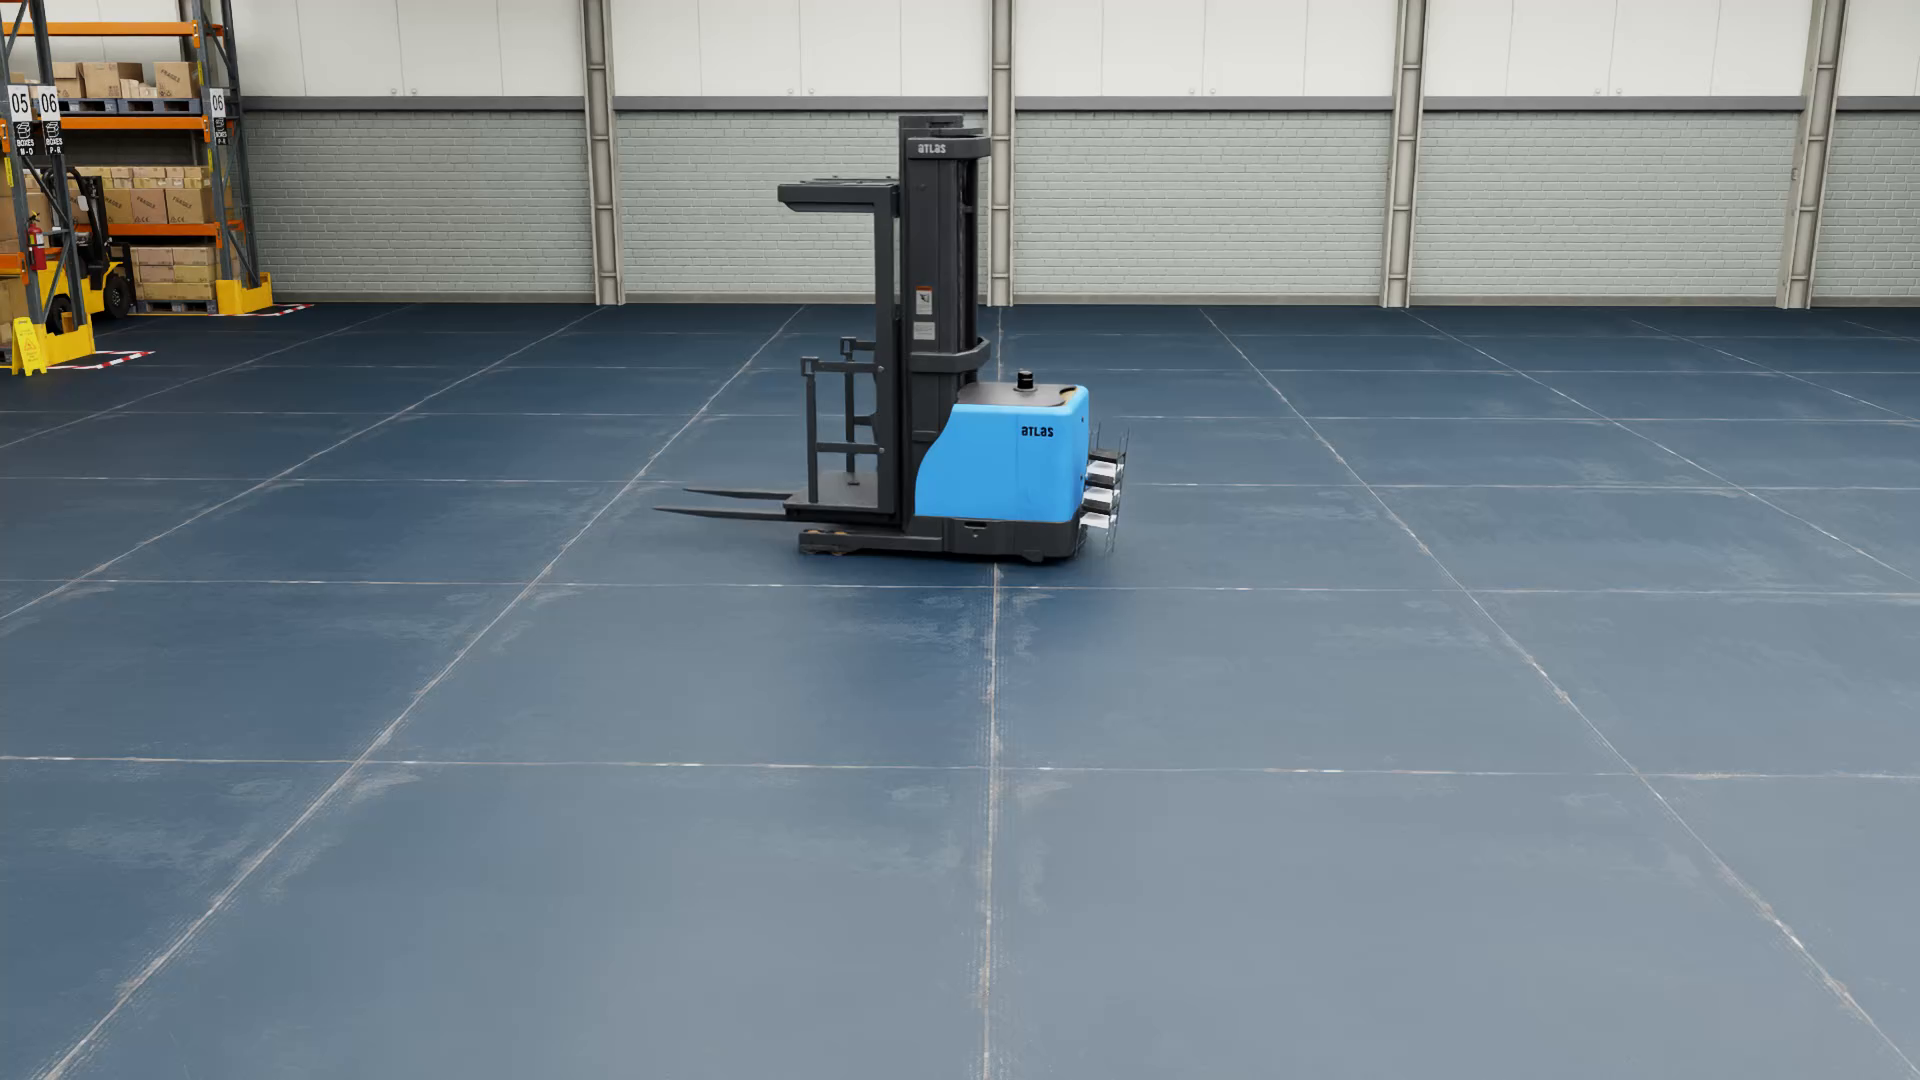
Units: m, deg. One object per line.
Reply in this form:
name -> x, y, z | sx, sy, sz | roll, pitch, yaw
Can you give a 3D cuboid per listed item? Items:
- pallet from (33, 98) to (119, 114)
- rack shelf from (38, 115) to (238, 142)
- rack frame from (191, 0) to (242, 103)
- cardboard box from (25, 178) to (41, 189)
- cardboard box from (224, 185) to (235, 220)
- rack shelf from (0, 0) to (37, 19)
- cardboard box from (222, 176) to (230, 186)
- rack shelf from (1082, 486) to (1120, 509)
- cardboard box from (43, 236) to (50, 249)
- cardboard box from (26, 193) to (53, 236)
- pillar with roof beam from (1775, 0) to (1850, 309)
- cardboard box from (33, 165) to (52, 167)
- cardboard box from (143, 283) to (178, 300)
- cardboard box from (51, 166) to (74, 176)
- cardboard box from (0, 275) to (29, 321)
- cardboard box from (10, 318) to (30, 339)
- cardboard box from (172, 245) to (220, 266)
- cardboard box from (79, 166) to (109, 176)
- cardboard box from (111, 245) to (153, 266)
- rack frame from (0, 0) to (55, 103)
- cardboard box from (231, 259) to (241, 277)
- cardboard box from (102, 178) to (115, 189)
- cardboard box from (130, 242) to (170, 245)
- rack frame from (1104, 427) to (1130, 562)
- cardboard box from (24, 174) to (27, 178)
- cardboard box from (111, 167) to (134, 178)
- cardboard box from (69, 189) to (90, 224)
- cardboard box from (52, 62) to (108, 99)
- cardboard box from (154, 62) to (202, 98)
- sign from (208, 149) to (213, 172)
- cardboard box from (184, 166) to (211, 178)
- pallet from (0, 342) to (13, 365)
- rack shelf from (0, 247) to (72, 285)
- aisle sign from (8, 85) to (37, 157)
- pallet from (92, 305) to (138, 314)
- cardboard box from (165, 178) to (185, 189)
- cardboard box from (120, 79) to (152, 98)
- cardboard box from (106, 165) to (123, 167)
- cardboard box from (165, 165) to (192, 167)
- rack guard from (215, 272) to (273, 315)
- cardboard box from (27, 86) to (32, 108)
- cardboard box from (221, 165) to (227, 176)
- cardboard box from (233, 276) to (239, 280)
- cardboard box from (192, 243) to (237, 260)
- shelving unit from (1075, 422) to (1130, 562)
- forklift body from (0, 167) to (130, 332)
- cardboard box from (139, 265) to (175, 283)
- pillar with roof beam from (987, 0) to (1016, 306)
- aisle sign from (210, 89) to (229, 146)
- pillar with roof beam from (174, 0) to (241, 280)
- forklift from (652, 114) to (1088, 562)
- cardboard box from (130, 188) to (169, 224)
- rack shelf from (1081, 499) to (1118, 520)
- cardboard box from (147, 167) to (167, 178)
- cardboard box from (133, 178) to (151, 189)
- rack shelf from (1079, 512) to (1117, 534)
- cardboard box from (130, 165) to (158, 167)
pallet -> -12.636, -6.323, 24.218 | 1.213, 0.211, 1.003 | 0, 15, 1
rack shelf -> -12.707, -6.012, 24.278 | 4.000, 0.370, 1.077 | 0, 15, 1
rack frame -> -10.707, -7.797, 23.755 | 0.127, 3.000, 1.000 | 0, 15, 1
cardboard box -> -13.367, -5.197, 24.191 | 0.250, 0.149, 0.380 | 0, 15, 1
cardboard box -> -11.196, -5.019, 24.788 | 0.500, 0.500, 0.500 | 1, 15, 3
rack shelf -> -12.830, -6.195, 19.098 | 4.000, 0.370, 1.077 | 0, 15, 1
cardboard box -> -11.040, -5.327, 24.684 | 0.250, 0.149, 0.380 | 0, 15, 0
rack shelf -> 0.963, -0.295, 11.289 | 0.200, 0.077, 0.258 | 11, 17, 17
cardboard box -> -11.165, -3.564, 19.963 | 0.250, 0.149, 0.380 | 0, 15, 2
cardboard box -> -11.297, -3.897, 19.951 | 0.500, 0.500, 0.500 | 0, 15, 1
pillar with roof beam -> 12.502, -6.778, 19.889 | 0.400, 9.000, 9.100 | 0, 15, 1
cardboard box -> -13.613, -5.507, 24.784 | 0.250, 0.149, 0.380 | 0, 15, 0
cardboard box -> -11.682, -3.698, 24.545 | 0.500, 0.250, 0.500 | 0, 15, 1
cardboard box -> -13.105, -5.363, 24.235 | 0.250, 0.149, 0.380 | 0, 15, 1
cardboard box -> -11.654, -2.943, 20.211 | 0.500, 0.500, 0.500 | 0, 15, 0
cardboard box -> -11.630, -2.580, 20.306 | 0.500, 0.250, 0.500 | 0, 15, 1
cardboard box -> -11.176, -4.177, 24.400 | 0.500, 0.250, 0.500 | 1, 15, 3
cardboard box -> -12.604, -5.360, 24.224 | 0.250, 0.149, 0.380 | 1, 15, 2
cardboard box -> -12.191, -4.180, 24.409 | 0.500, 0.250, 0.500 | 1, 15, 2
rack frame -> -10.830, -6.532, 18.957 | 0.127, 3.000, 1.000 | 0, 15, 1
cardboard box -> -11.172, -4.068, 24.966 | 0.500, 0.250, 0.500 | 1, 15, 2
cardboard box -> -12.344, -5.192, 24.170 | 0.250, 0.149, 0.380 | 0, 15, 2
cardboard box -> -12.182, -4.313, 24.916 | 0.500, 0.250, 0.500 | 0, 15, 1
rack frame -> 1.062, -0.308, 11.250 | 0.006, 0.900, 0.240 | 11, 17, 17
cardboard box -> -13.621, -5.345, 24.168 | 0.250, 0.149, 0.380 | 1, 15, 3
cardboard box -> -12.091, -5.334, 24.125 | 0.250, 0.149, 0.380 | 1, 15, 3
cardboard box -> -12.740, -4.891, 24.301 | 0.500, 0.500, 0.500 | 0, 15, 2
cardboard box -> -12.761, -6.635, 24.007 | 0.637, 0.503, 0.797 | 1, 15, 3
cardboard box -> -11.156, -6.588, 23.834 | 0.500, 0.500, 0.500 | 1, 15, 3
sign -> -10.735, -5.433, 23.818 | 0.005, 0.325, 0.100 | 0, 15, 1
cardboard box -> -11.071, -5.351, 24.192 | 0.250, 0.149, 0.380 | 0, 15, 2
pallet -> -11.718, -2.297, 20.134 | 1.213, 0.211, 1.003 | 0, 15, 1
rack shelf -> -12.830, -3.296, 19.863 | 4.000, 0.370, 1.077 | 0, 15, 1
aisle sign -> -10.776, -4.813, 19.108 | 0.004, 0.787, 0.394 | 0, 15, 1
pallet -> -12.689, -3.551, 24.887 | 1.213, 0.211, 1.003 | 0, 15, 1
cardboard box -> -11.317, -5.184, 24.140 | 0.250, 0.149, 0.380 | 1, 15, 2
cardboard box -> -11.797, -6.463, 23.821 | 0.258, 0.266, 0.396 | 0, 15, 2
cardboard box -> -12.583, -5.477, 24.667 | 0.250, 0.149, 0.380 | 0, 15, 2
cardboard box -> -11.563, -5.468, 24.633 | 0.250, 0.149, 0.380 | 1, 15, 2
rack guard -> -10.683, -3.688, 24.838 | 0.348, 0.500, 1.175 | 0, 15, 1
cardboard box -> -11.326, -5.224, 19.590 | 0.500, 0.250, 0.500 | 0, 15, 0
cardboard box -> -11.038, -5.459, 24.601 | 0.250, 0.149, 0.380 | 0, 15, 0
cardboard box -> -11.193, -3.823, 25.018 | 0.500, 0.250, 0.500 | 0, 15, 2
cardboard box -> -11.183, -4.305, 24.884 | 0.500, 0.250, 0.500 | 0, 15, 1
shelving unit -> 0.966, -0.327, 11.279 | 0.210, 0.900, 0.258 | 11, 17, 17
forklift body -> -12.650, -4.033, 22.912 | 1.214, 2.155, 2.313 | 0, 15, 1
cardboard box -> -11.703, -3.941, 24.486 | 0.500, 0.250, 0.500 | 0, 15, 1
pillar with roof beam -> 0.506, -6.856, 20.185 | 0.400, 9.000, 9.100 | 0, 15, 1
aisle sign -> -10.649, -6.078, 23.903 | 0.004, 0.787, 0.394 | 0, 15, 1
pillar with roof beam -> -11.490, -6.934, 20.482 | 0.400, 9.000, 9.100 | 0, 15, 1
forklift -> -0.647, -1.436, 11.536 | 3.031, 2.935, 1.130 | 3, 15, 11
cardboard box -> -11.725, -4.887, 24.287 | 0.500, 0.500, 0.500 | 1, 15, 3
rack shelf -> 0.954, -0.209, 11.315 | 0.200, 0.077, 0.258 | 11, 17, 17
cardboard box -> -11.581, -5.340, 24.148 | 0.250, 0.149, 0.380 | 1, 15, 3
cardboard box -> -11.823, -5.205, 24.222 | 0.250, 0.149, 0.380 | 0, 15, 1
rack shelf -> 0.945, -0.124, 11.340 | 0.200, 0.077, 0.258 | 11, 17, 17
cardboard box -> -12.074, -5.468, 24.636 | 0.250, 0.149, 0.380 | 1, 15, 3
